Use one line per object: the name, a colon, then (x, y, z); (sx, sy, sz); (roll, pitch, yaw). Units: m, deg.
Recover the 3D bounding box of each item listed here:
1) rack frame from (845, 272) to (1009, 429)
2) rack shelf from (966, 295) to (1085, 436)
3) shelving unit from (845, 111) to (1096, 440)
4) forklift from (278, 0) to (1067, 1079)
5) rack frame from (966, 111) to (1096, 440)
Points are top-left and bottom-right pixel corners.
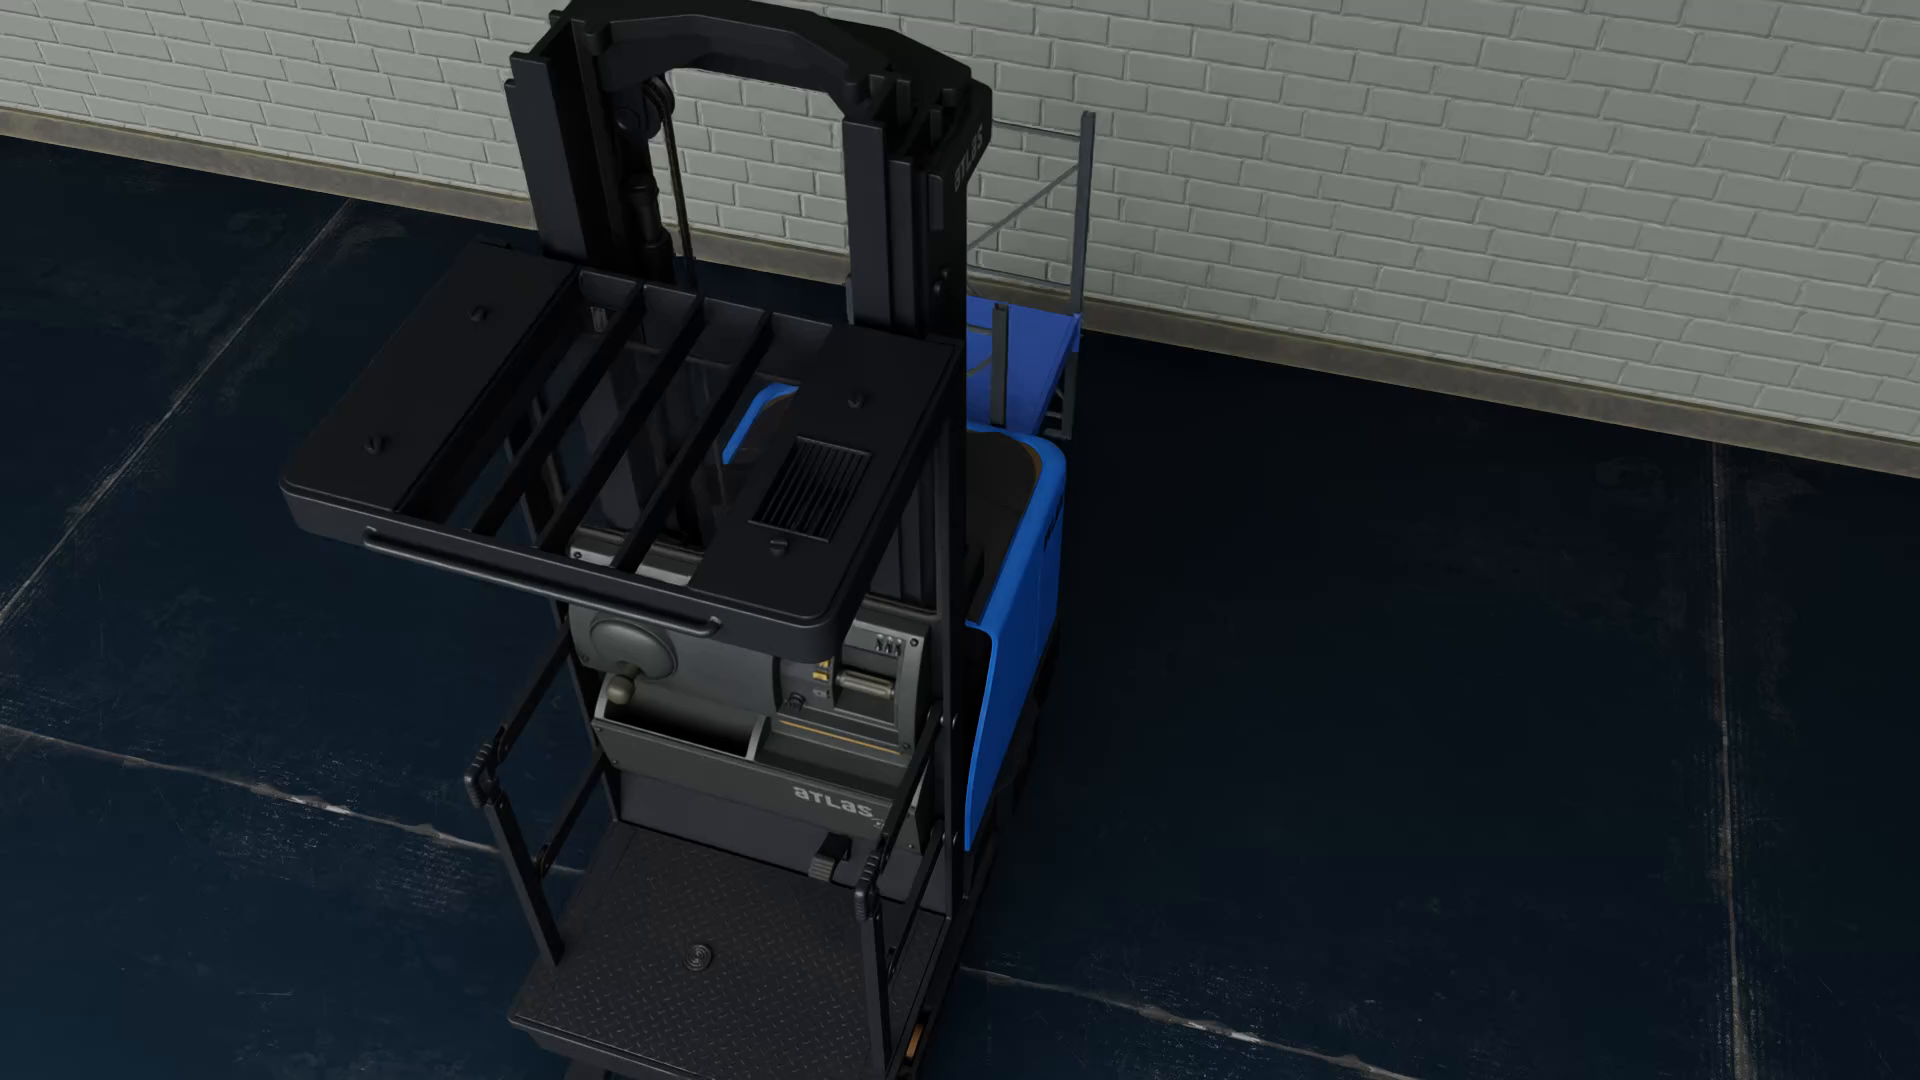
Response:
rack frame: (-0.099, -0.234, 5.456); (0.500, 1.500, 0.032); (13, 50, 11)
rack shelf: (0.054, -0.478, 5.912); (0.538, 0.185, 1.000); (13, 50, 11)
shelving unit: (0.054, -0.598, 5.777); (0.538, 1.500, 1.048); (13, 50, 11)
forklift: (-0.599, 0.380, 3.960); (1.130, 2.935, 3.031); (14, 50, 12)
rack frame: (0.207, -0.961, 6.098); (0.500, 1.500, 0.032); (13, 50, 11)
